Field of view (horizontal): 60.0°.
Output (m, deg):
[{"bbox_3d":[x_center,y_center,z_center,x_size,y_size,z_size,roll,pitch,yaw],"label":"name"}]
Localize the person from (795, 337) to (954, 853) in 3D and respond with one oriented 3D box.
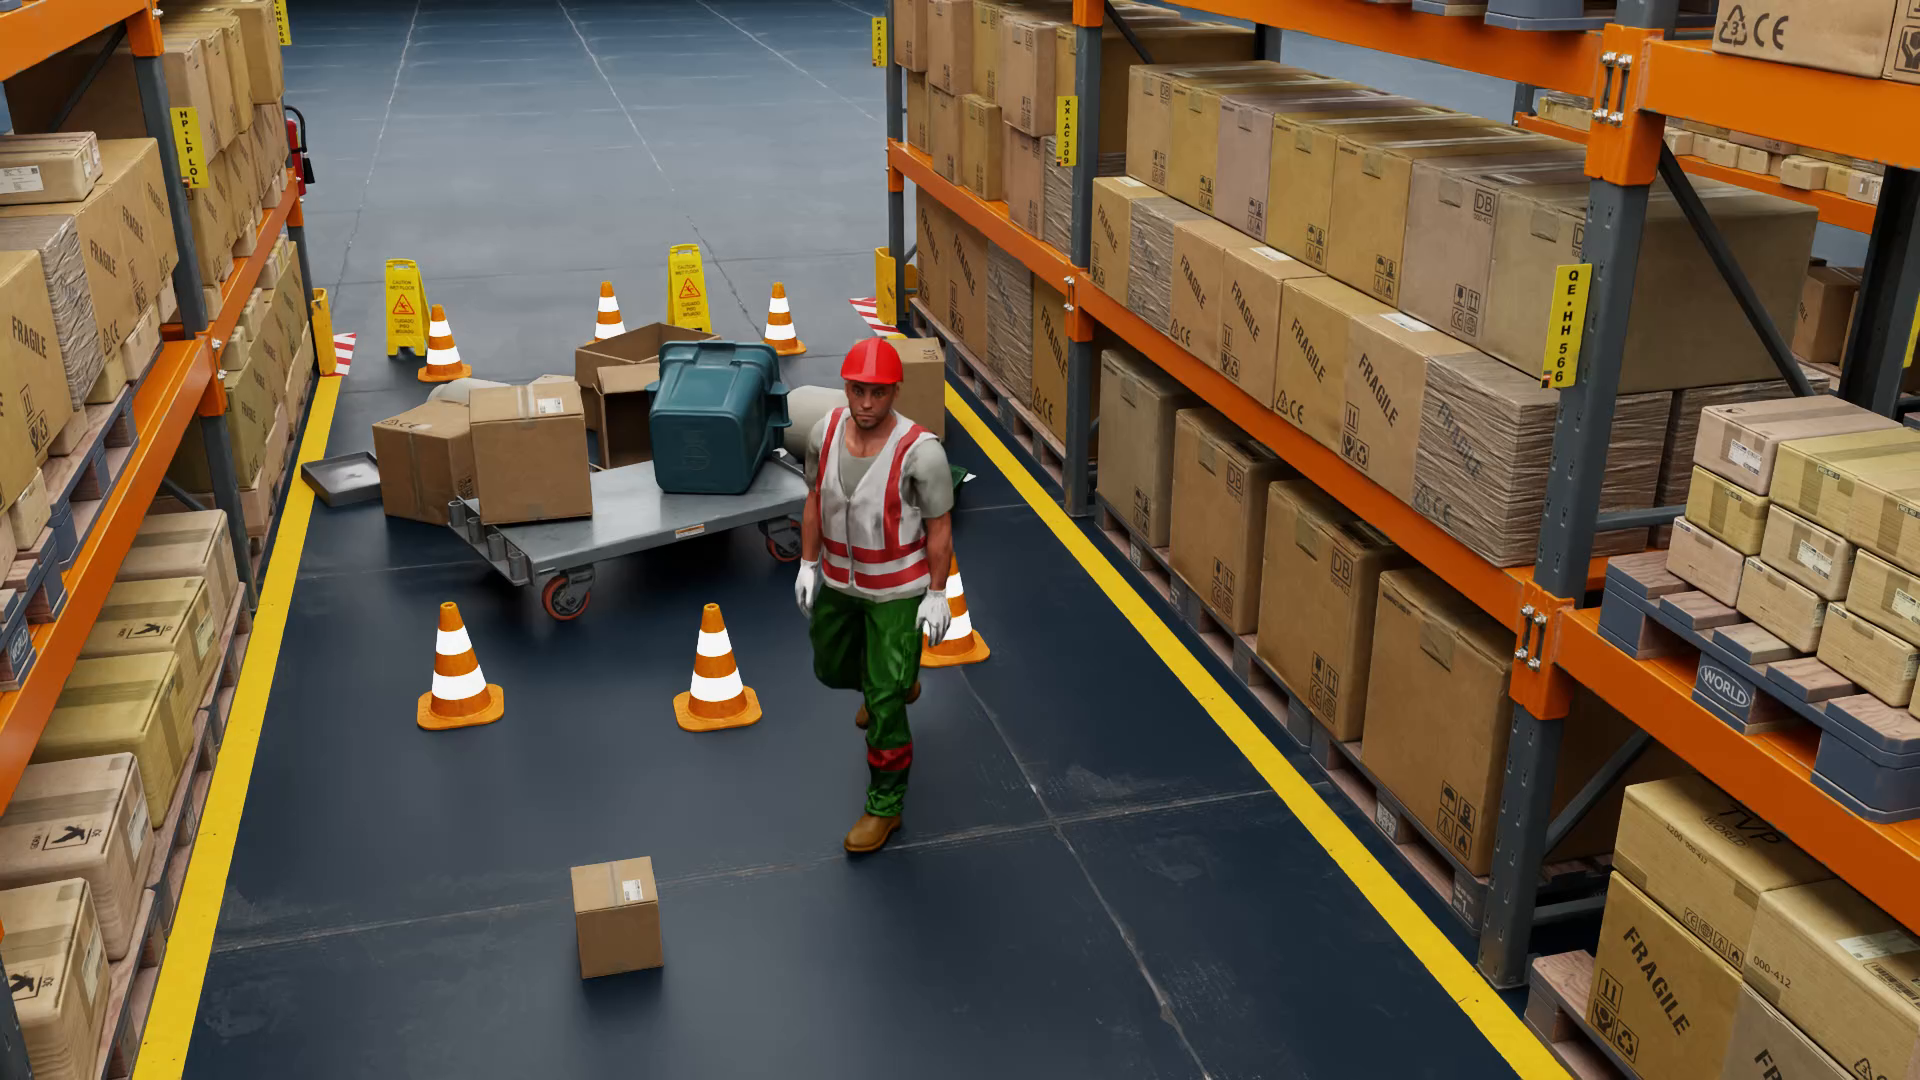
[{"bbox_3d":[-0.277,0.120,5.763,0.615,1.776,0.803,14,26,29],"label":"person"}]
